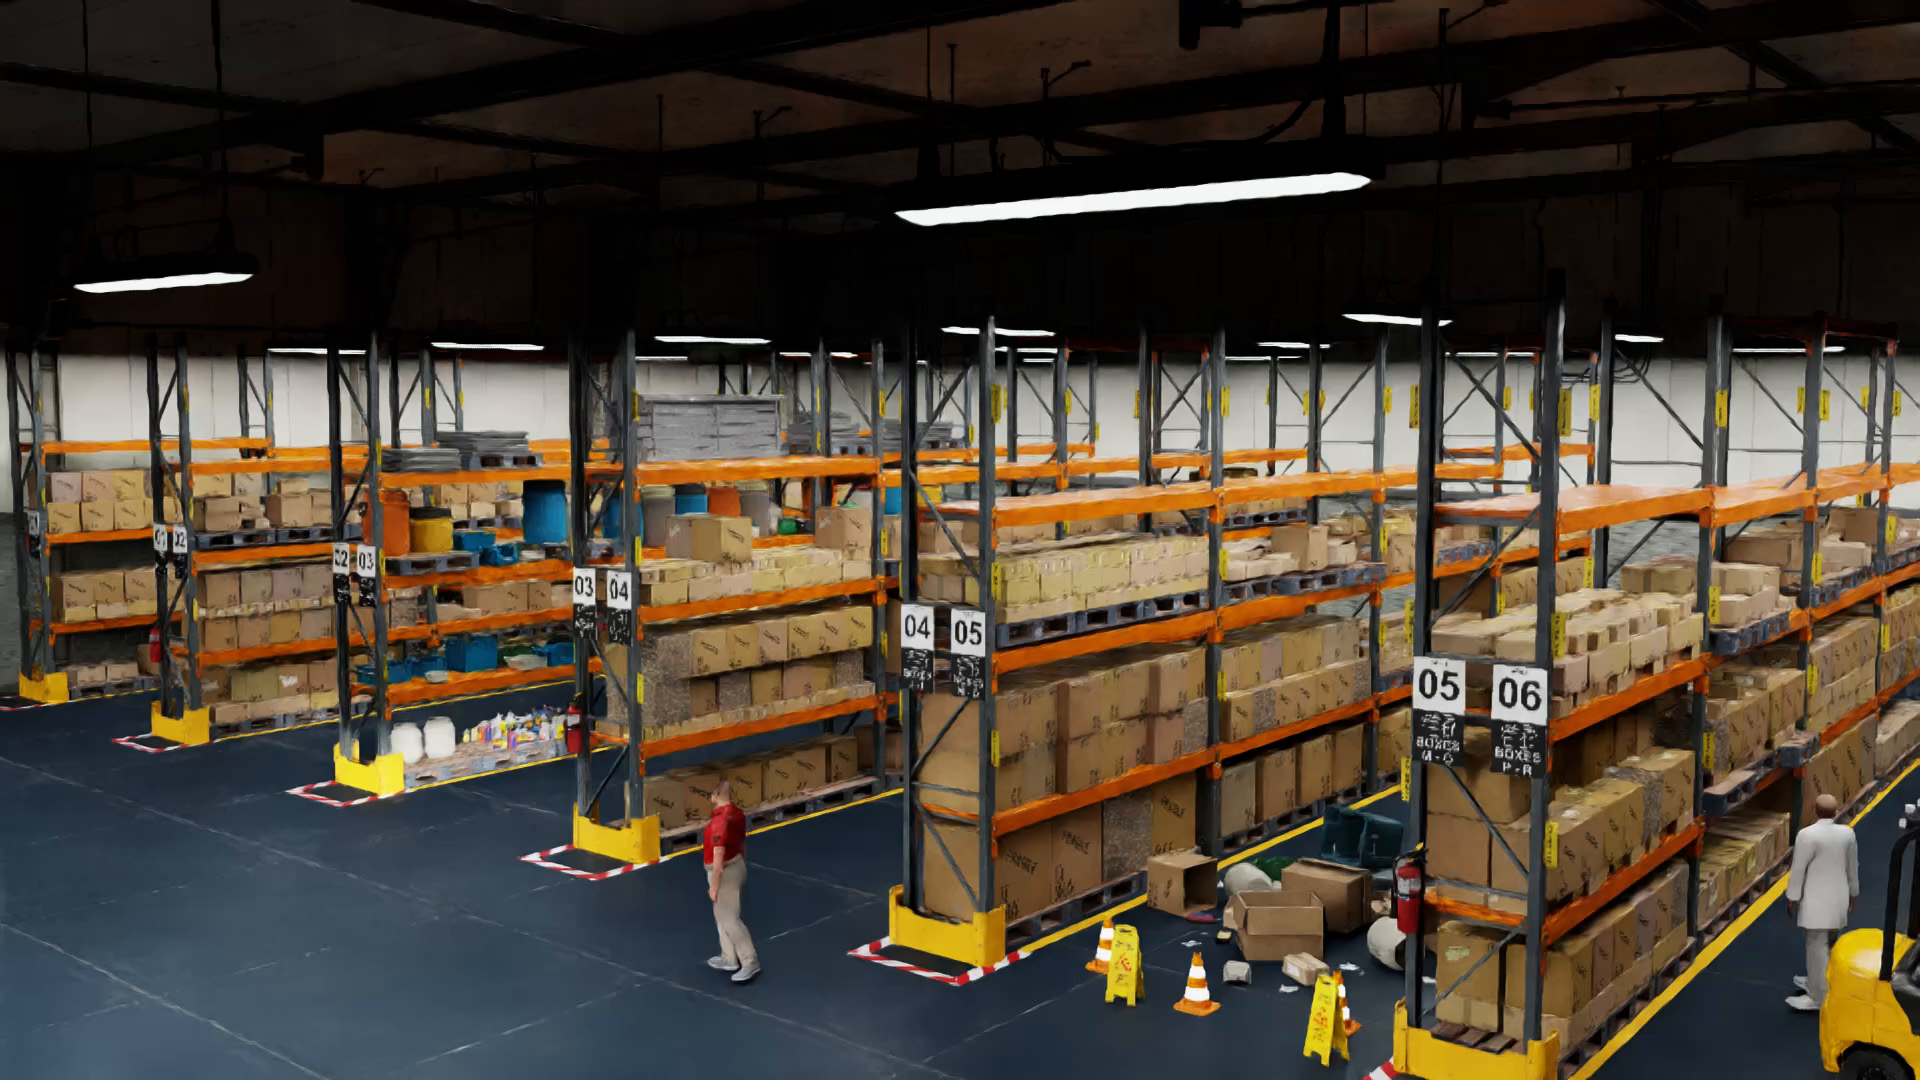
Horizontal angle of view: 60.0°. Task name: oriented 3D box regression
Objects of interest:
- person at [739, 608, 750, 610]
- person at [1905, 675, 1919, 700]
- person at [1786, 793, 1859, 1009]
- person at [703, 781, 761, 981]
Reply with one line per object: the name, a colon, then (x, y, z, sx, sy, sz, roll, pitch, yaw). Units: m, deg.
person: (-3.309, 1.913, 25.979, 0.387, 1.796, 0.678, 3, 6, 30)
person: (14.636, 1.988, 25.453, 0.398, 1.759, 0.652, 1, 5, 9)
person: (7.230, 3.054, 14.010, 0.677, 1.671, 0.636, -2, 5, -19)
person: (-2.023, 2.992, 14.745, 0.559, 1.716, 0.653, 1, 5, 12)
